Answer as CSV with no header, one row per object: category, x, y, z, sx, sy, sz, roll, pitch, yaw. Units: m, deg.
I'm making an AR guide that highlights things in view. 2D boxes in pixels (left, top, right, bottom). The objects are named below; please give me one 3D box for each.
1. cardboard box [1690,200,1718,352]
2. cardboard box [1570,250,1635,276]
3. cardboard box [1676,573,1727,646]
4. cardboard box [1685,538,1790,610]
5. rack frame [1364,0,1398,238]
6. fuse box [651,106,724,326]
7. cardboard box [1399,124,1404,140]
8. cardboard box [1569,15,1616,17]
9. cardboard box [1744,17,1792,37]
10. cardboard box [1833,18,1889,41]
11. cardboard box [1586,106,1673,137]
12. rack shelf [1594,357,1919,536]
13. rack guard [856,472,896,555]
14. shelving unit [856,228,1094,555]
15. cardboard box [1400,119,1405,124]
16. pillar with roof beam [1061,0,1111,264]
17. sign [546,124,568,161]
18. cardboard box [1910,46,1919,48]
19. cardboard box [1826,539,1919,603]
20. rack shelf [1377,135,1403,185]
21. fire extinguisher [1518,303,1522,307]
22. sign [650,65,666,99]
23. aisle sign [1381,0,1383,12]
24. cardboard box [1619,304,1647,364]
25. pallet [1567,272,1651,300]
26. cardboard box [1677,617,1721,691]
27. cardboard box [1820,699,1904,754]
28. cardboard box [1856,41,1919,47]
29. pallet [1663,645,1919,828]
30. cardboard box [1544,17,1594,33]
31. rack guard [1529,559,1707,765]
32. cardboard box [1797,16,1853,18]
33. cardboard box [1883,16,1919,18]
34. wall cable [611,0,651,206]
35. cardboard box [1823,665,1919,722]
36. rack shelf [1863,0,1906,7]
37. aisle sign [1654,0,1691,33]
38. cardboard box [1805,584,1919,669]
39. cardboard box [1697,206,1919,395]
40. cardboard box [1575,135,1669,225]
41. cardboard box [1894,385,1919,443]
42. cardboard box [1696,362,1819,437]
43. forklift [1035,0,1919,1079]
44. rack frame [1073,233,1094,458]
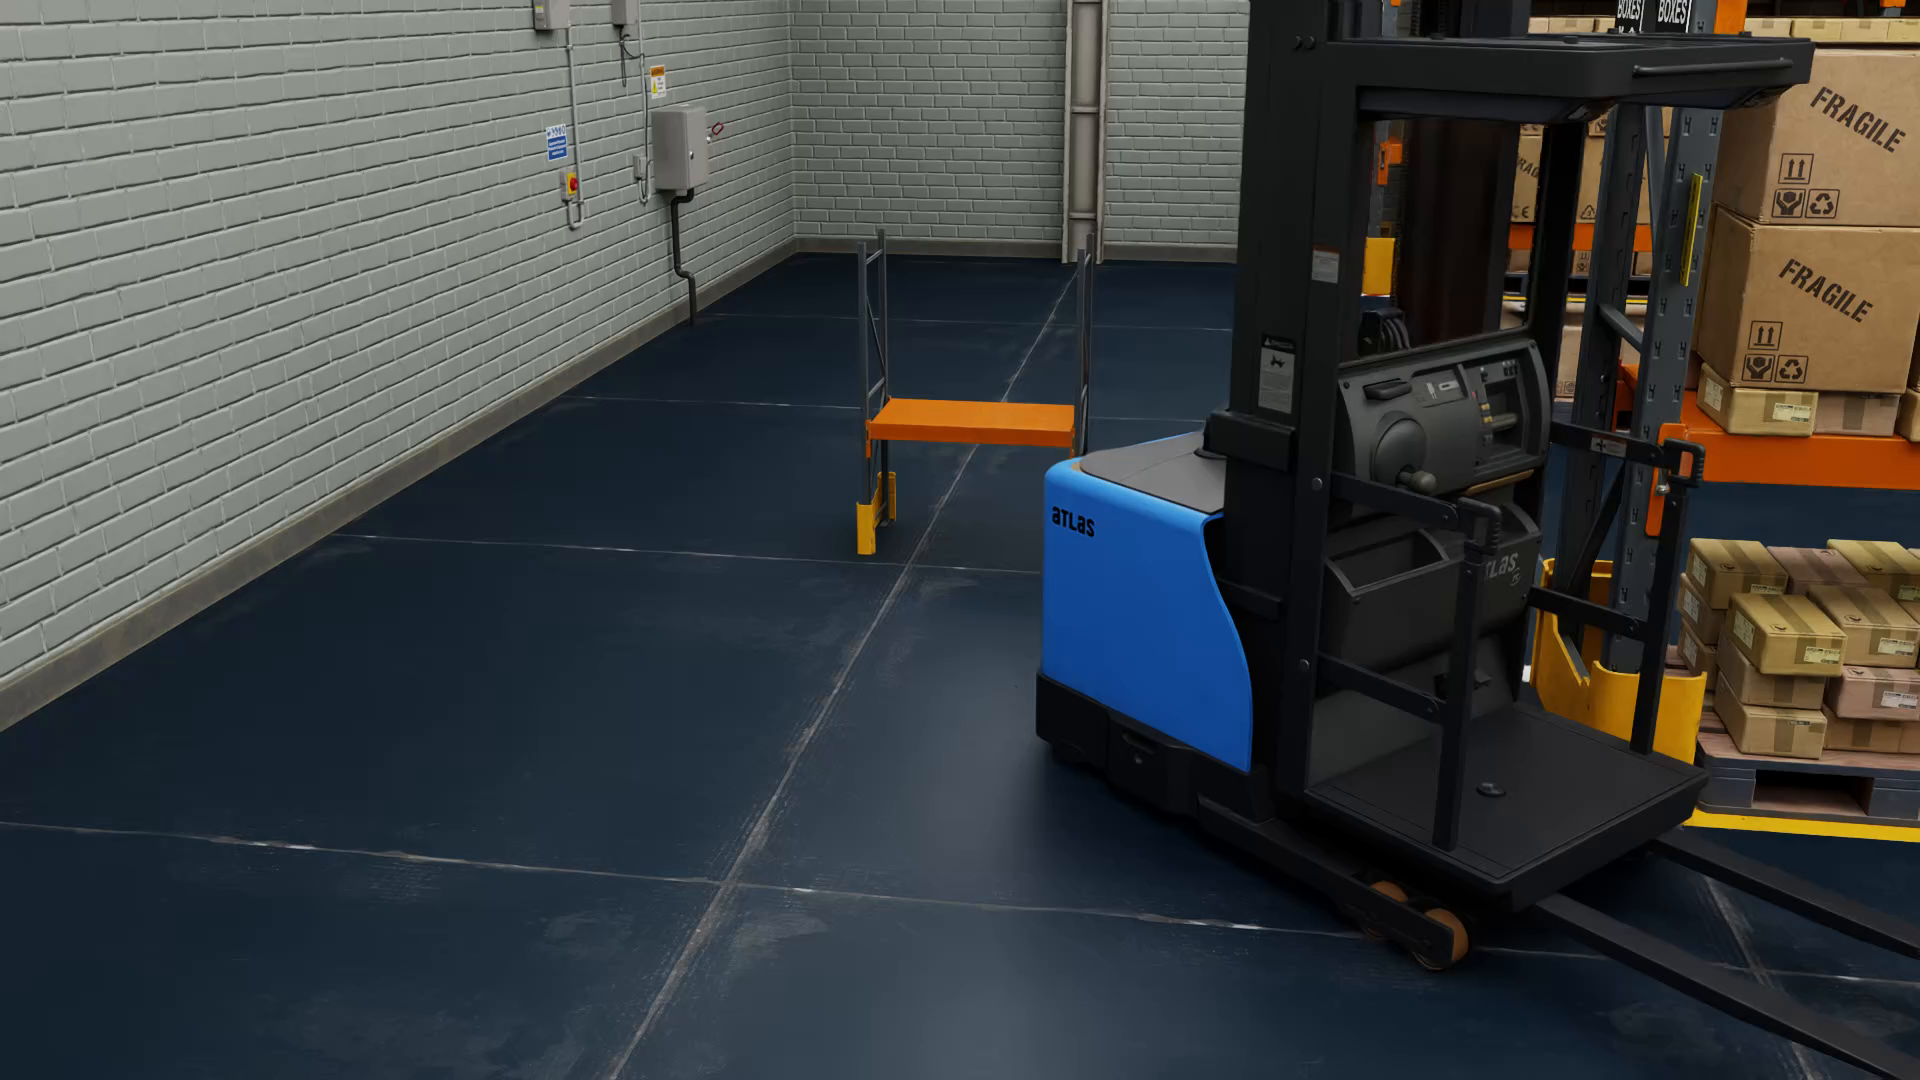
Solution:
cardboard box,2.763,-0.937,5.751,0.500,0.500,0.500,3,19,10
cardboard box,5.680,-2.642,14.750,0.500,0.500,0.500,3,19,10
cardboard box,2.845,0.258,6.167,0.250,0.149,0.380,2,19,7
cardboard box,2.841,0.127,6.090,0.250,0.149,0.380,3,19,9
rack frame,3.748,-3.802,14.939,0.127,3.000,1.000,3,19,9
fuse box,-2.130,-2.563,13.267,0.414,1.711,0.539,3,19,9
cardboard box,4.029,-3.580,14.673,0.250,0.149,0.380,3,19,8
cardboard box,3.873,-3.129,10.171,0.250,0.149,0.380,3,19,8
cardboard box,4.549,-2.902,9.492,0.250,0.149,0.380,3,19,9
cardboard box,5.061,-2.882,9.435,0.250,0.149,0.380,3,19,9
cardboard box,3.904,-2.631,9.706,0.500,0.500,0.500,2,19,7
rack shelf,4.253,-0.249,5.454,4.000,0.370,1.077,3,19,9
rack guard,-0.416,-0.140,8.327,0.087,0.250,0.587,3,19,9
shelving unit,0.075,-0.707,8.054,1.083,1.500,0.587,3,19,9
cardboard box,4.153,-3.765,14.595,0.500,0.250,0.500,3,19,9
pillar with roof beam,0.546,-5.716,11.206,0.400,9.000,9.100,3,19,9
sign,-2.675,-2.639,11.038,0.001,0.218,0.327,3,19,9
cardboard box,3.179,-1.224,5.033,0.500,0.500,0.500,3,19,10
cardboard box,3.356,0.131,6.078,0.250,0.149,0.380,3,19,7
rack shelf,5.722,-3.360,14.752,4.000,0.370,1.077,3,19,9
fire extinguisher,2.103,-0.635,6.182,0.183,0.674,0.296,3,19,9
sign,-2.343,-3.559,12.911,0.001,0.242,0.339,3,19,9
aisle sign,3.634,-4.946,14.262,0.004,0.787,0.394,3,19,9
cardboard box,4.536,-1.186,10.495,0.875,0.438,0.875,3,19,10
pallet,5.811,-2.374,15.065,1.213,0.211,1.003,3,19,9
cardboard box,2.831,0.423,6.143,0.250,0.149,0.380,3,19,10
cardboard box,3.016,0.576,5.685,0.250,0.149,0.380,3,19,8
cardboard box,3.270,-1.383,5.507,0.500,0.500,0.500,2,19,7
pallet,3.150,0.687,5.917,1.213,0.211,1.003,3,19,9
cardboard box,3.541,-2.981,9.728,0.250,0.149,0.380,3,19,10
rack guard,2.354,0.498,6.026,0.348,0.500,1.175,3,19,9
cardboard box,5.142,-3.054,9.949,0.250,0.149,0.380,3,19,9
cardboard box,5.635,-3.034,9.887,0.250,0.149,0.380,2,19,7
wall cable,-2.394,-3.450,12.286,0.122,1.984,0.588,3,19,9
cardboard box,3.017,0.459,5.566,0.250,0.149,0.380,3,19,8
rack shelf,9.672,-4.581,13.675,4.000,0.370,1.077,3,19,9
aisle sign,2.159,-1.834,4.959,0.004,0.787,0.394,3,19,9
cardboard box,3.033,0.289,5.607,0.250,0.149,0.380,3,19,10
cardboard box,2.678,-0.770,5.252,0.500,0.500,0.500,4,19,11
cardboard box,3.896,-2.163,9.884,0.500,0.500,0.500,3,19,8
cardboard box,3.061,-0.423,5.235,0.250,0.149,0.380,2,19,7
cardboard box,2.546,-0.453,5.325,0.250,0.149,0.380,3,19,8
forklift,1.572,-0.357,4.752,1.130,2.935,3.031,-14,23,-36
rack frame,0.586,-0.681,7.976,0.032,1.500,0.500,3,19,9
